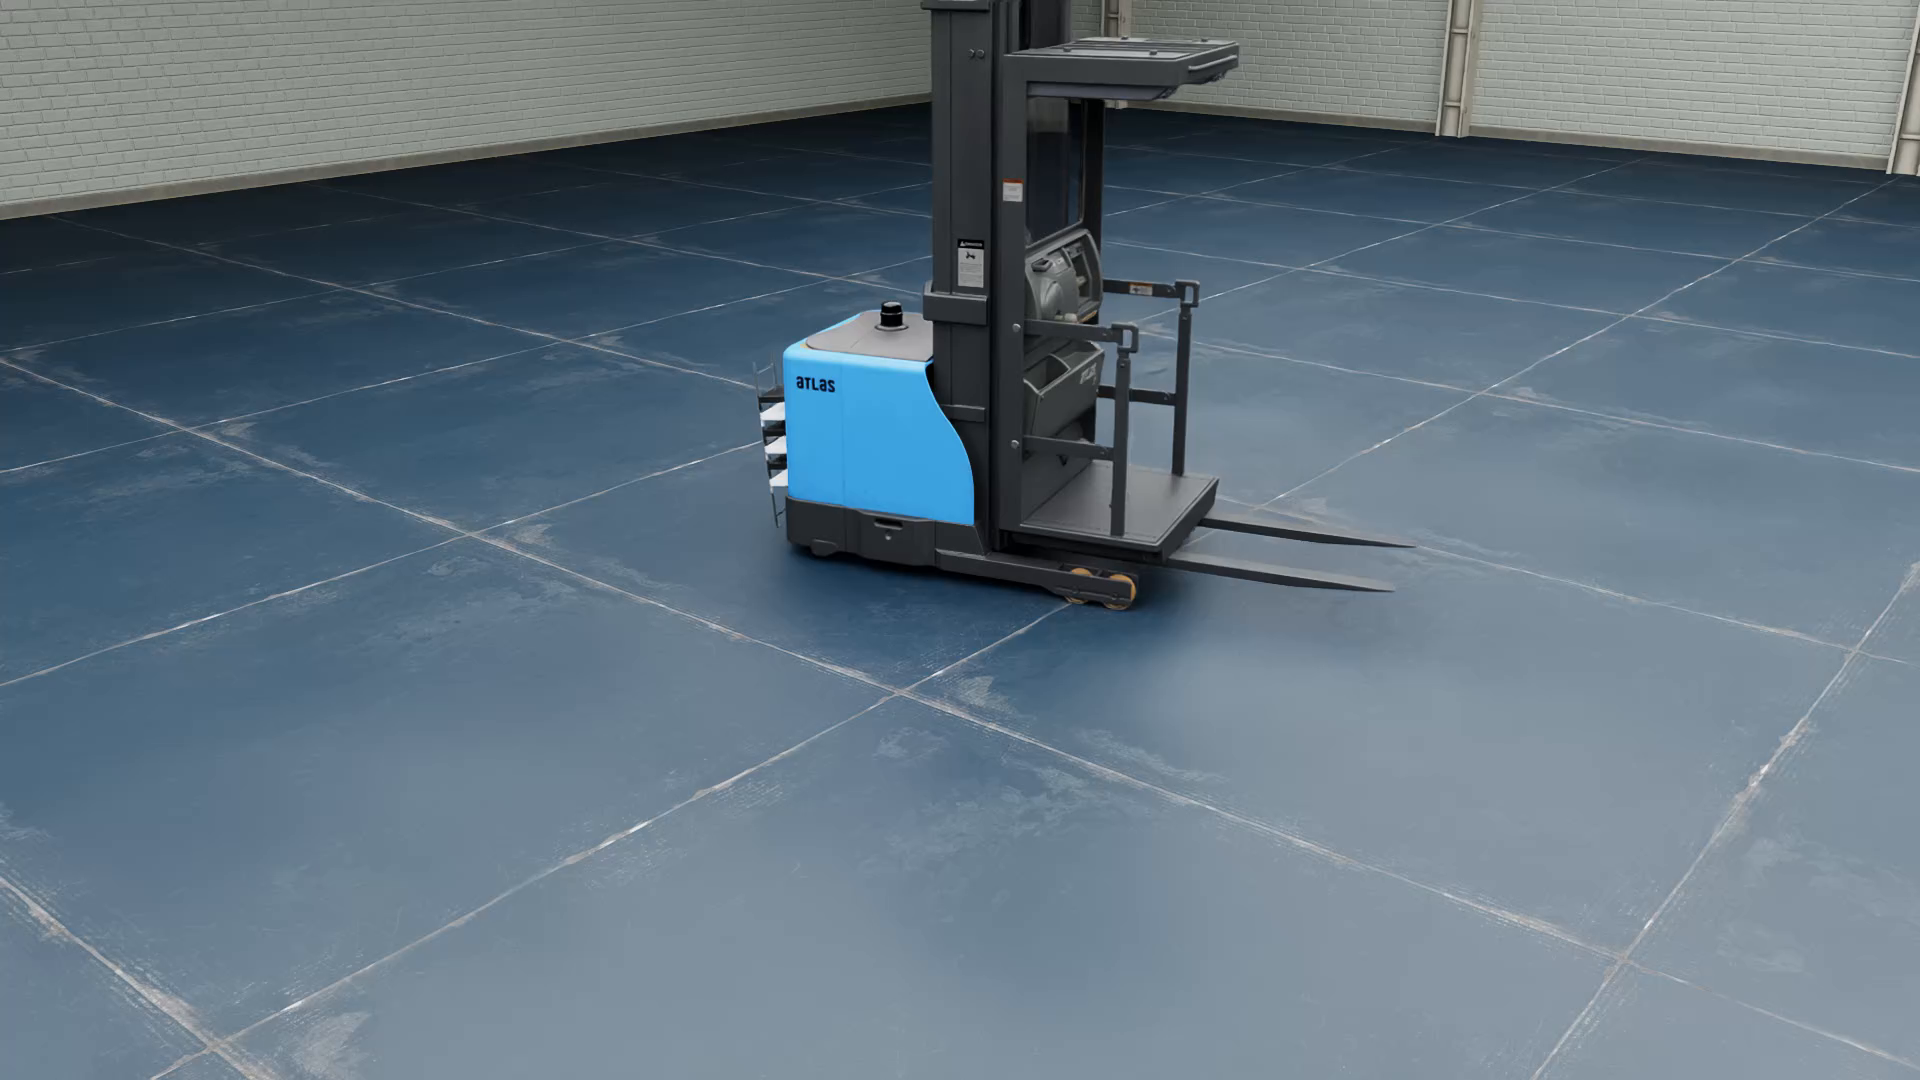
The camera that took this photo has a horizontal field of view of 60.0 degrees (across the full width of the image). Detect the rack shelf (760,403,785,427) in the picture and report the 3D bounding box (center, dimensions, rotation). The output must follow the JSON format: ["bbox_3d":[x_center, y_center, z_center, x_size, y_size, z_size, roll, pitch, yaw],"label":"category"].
[{"bbox_3d":[-0.898,-0.662,8.709,0.200,0.077,0.258,1,20,21],"label":"rack shelf"}]

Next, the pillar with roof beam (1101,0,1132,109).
[{"bbox_3d":[-0.143,-10.314,23.265,0.400,9.000,9.100,16,26,36],"label":"pillar with roof beam"}]

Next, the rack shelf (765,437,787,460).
[{"bbox_3d":[-0.880,-0.492,8.766,0.200,0.077,0.258,1,20,21],"label":"rack shelf"}]

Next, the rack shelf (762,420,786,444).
[{"bbox_3d":[-0.889,-0.577,8.737,0.200,0.077,0.258,1,20,21],"label":"rack shelf"}]

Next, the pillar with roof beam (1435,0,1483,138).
[{"bbox_3d":[4.505,-8.975,19.715,0.400,9.000,9.100,16,26,36],"label":"pillar with roof beam"}]

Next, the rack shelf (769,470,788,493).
[{"bbox_3d":[-0.863,-0.322,8.823,0.200,0.077,0.258,1,20,21],"label":"rack shelf"}]

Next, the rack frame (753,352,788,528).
[{"bbox_3d":[-0.979,-0.526,8.792,0.006,0.900,0.240,1,20,21],"label":"rack frame"}]

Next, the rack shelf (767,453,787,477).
[{"bbox_3d":[-0.872,-0.407,8.795,0.200,0.077,0.258,1,20,21],"label":"rack shelf"}]

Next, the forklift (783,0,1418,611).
[{"bbox_3d":[0.682,-1.253,7.838,3.031,2.935,1.130,9,22,22],"label":"forklift"}]

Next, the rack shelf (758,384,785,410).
[{"bbox_3d":[-0.907,-0.746,8.680,0.200,0.077,0.258,1,20,21],"label":"rack shelf"}]

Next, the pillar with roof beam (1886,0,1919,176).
[{"bbox_3d":[9.153,-7.637,16.166,0.400,9.000,9.100,16,26,36],"label":"pillar with roof beam"}]

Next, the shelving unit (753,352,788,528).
[{"bbox_3d":[-0.884,-0.523,8.755,0.210,0.900,0.258,1,20,21],"label":"shelving unit"}]
